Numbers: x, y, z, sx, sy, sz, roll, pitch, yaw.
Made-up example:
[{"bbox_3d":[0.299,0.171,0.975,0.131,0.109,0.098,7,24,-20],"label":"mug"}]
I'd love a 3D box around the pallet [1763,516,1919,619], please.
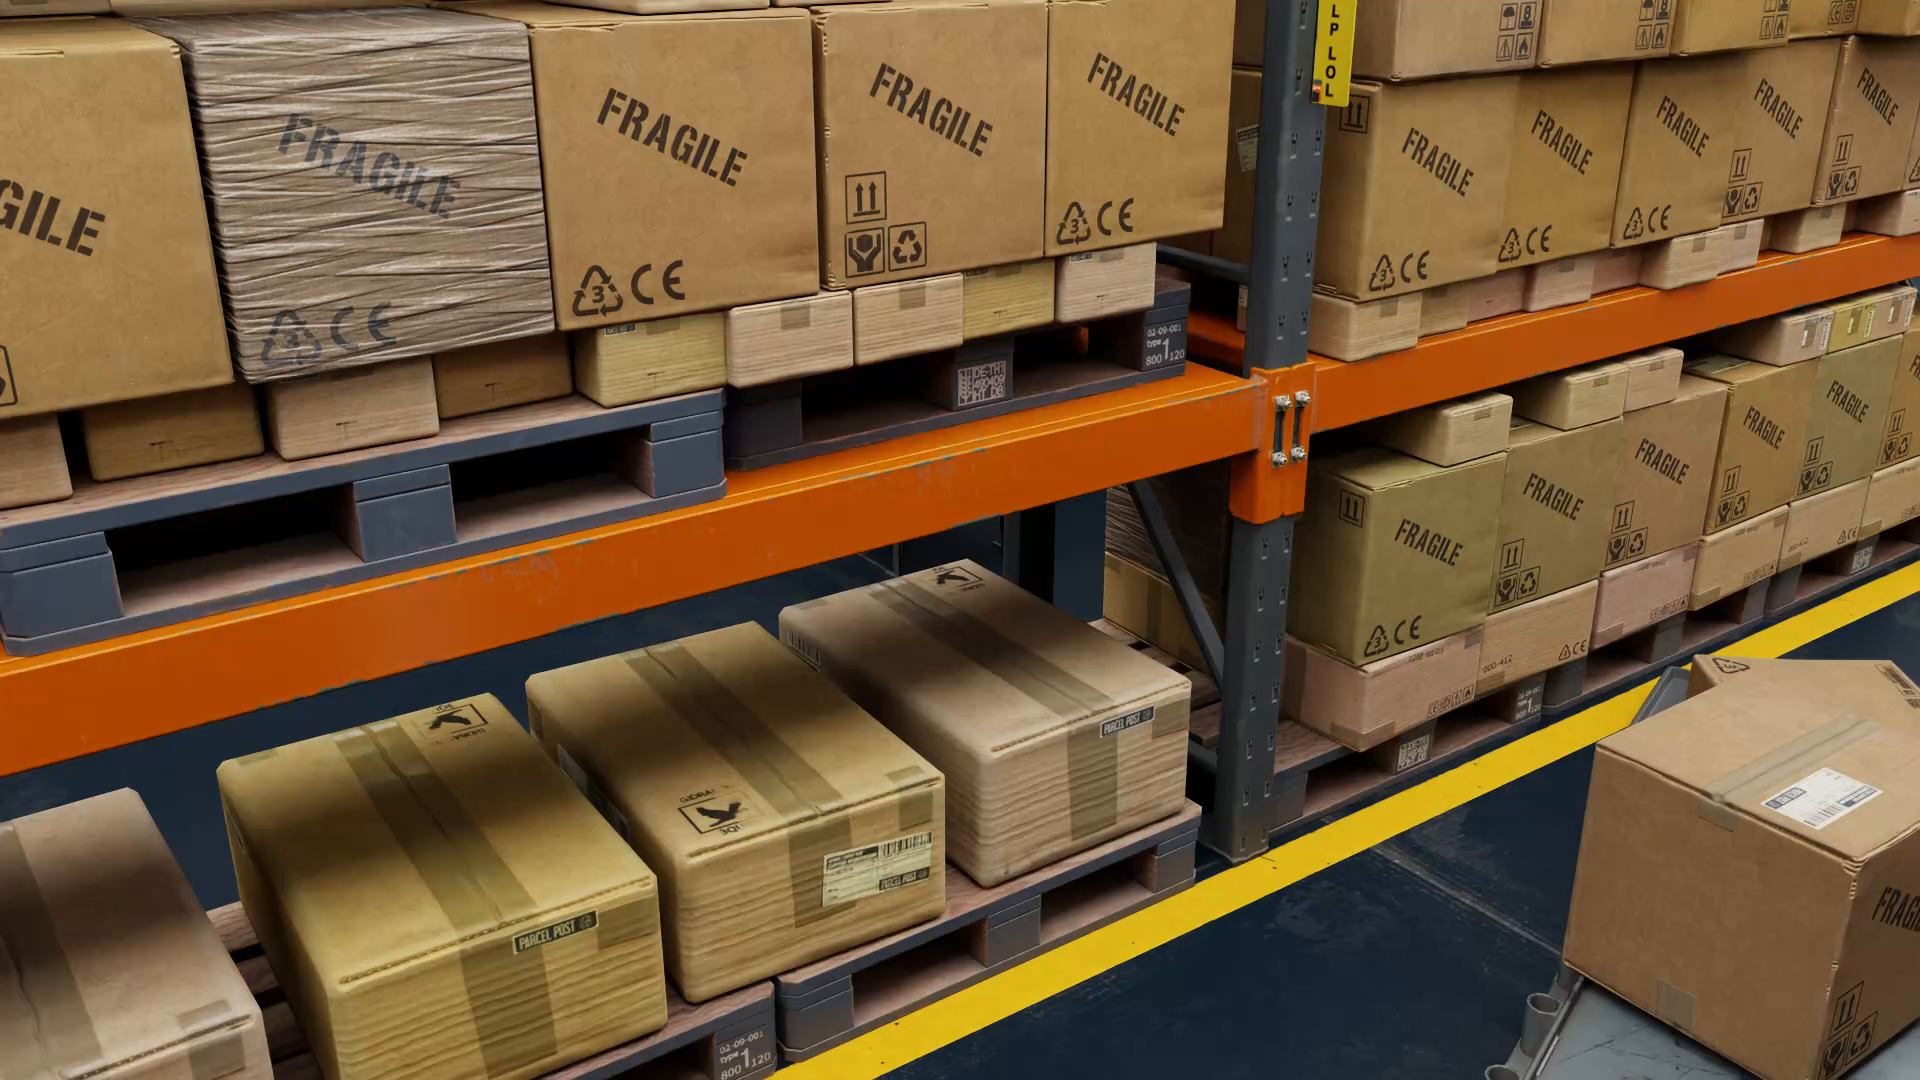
[{"bbox_3d":[2.970,-0.102,6.367,1.213,0.211,1.003,-15,26,-33],"label":"pallet"}]

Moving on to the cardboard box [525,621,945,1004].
[{"bbox_3d":[-0.541,0.583,3.866,0.625,0.372,0.950,-13,25,-30],"label":"cardboard box"}]

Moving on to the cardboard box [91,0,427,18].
[{"bbox_3d":[-1.309,-0.751,3.129,0.500,0.500,0.500,-16,27,-35],"label":"cardboard box"}]

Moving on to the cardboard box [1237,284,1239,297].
[{"bbox_3d":[0.746,-0.814,4.727,0.250,0.149,0.380,-14,26,-32],"label":"cardboard box"}]

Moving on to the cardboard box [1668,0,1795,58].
[{"bbox_3d":[1.800,-1.596,4.465,0.500,0.500,0.700,-16,27,-34],"label":"cardboard box"}]

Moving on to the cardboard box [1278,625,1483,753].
[{"bbox_3d":[1.102,0.323,4.684,0.500,0.250,0.500,-16,27,-35],"label":"cardboard box"}]

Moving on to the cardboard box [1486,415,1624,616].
[{"bbox_3d":[1.529,-0.145,4.844,0.500,0.500,0.500,-14,26,-31],"label":"cardboard box"}]

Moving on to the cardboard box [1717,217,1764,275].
[{"bbox_3d":[2.140,-0.905,4.956,0.250,0.149,0.380,-15,26,-33],"label":"cardboard box"}]

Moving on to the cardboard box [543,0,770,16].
[{"bbox_3d":[-0.538,-1.006,2.893,0.250,0.149,0.380,-16,27,-35],"label":"cardboard box"}]

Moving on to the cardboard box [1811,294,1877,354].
[{"bbox_3d":[2.749,-0.741,5.463,0.250,0.149,0.380,-14,26,-32],"label":"cardboard box"}]

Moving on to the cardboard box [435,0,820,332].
[{"bbox_3d":[-0.600,-0.706,3.015,0.500,0.500,0.500,-14,26,-31],"label":"cardboard box"}]

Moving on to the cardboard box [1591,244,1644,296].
[{"bbox_3d":[1.700,-0.815,4.731,0.250,0.149,0.380,-15,26,-33],"label":"cardboard box"}]

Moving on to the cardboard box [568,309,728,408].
[{"bbox_3d":[-0.628,-0.380,3.075,0.250,0.149,0.380,-15,26,-33],"label":"cardboard box"}]

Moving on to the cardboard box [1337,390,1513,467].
[{"bbox_3d":[1.238,-0.336,4.447,0.250,0.149,0.380,-14,26,-32],"label":"cardboard box"}]

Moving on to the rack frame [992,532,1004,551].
[{"bbox_3d":[0.064,-0.992,6.050,0.015,2.100,0.400,-15,26,-33],"label":"rack frame"}]

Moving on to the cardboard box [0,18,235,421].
[{"bbox_3d":[-1.435,-0.486,2.465,0.500,0.500,0.500,-14,26,-32],"label":"cardboard box"}]

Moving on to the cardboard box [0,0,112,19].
[{"bbox_3d":[-1.619,-0.967,2.794,0.250,0.149,0.380,-16,27,-35],"label":"cardboard box"}]

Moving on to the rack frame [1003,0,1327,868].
[{"bbox_3d":[0.465,-0.713,4.136,0.127,3.000,1.000,-15,26,-33],"label":"rack frame"}]

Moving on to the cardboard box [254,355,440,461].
[{"bbox_3d":[-1.069,-0.275,2.811,0.250,0.149,0.380,-14,26,-31],"label":"cardboard box"}]

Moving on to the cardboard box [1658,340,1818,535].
[{"bbox_3d":[2.379,-0.372,5.413,0.500,0.500,0.500,-16,27,-34],"label":"cardboard box"}]

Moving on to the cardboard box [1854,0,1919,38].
[{"bbox_3d":[2.656,-1.803,4.982,0.500,0.500,0.700,-15,26,-33],"label":"cardboard box"}]

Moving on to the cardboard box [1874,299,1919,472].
[{"bbox_3d":[3.214,-0.593,5.967,0.500,0.500,0.500,-15,26,-33],"label":"cardboard box"}]

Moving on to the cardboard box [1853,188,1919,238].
[{"bbox_3d":[2.981,-1.115,5.481,0.250,0.149,0.380,-14,26,-32],"label":"cardboard box"}]

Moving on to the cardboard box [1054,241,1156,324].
[{"bbox_3d":[0.209,-0.597,3.617,0.250,0.149,0.380,-14,26,-32],"label":"cardboard box"}]

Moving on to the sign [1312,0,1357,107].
[{"bbox_3d":[0.792,-1.085,3.505,0.005,0.325,0.100,-15,26,-33],"label":"sign"}]

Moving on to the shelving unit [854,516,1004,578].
[{"bbox_3d":[-0.134,-0.939,5.917,0.503,2.100,0.431,-15,26,-33],"label":"shelving unit"}]

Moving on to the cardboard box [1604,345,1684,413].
[{"bbox_3d":[1.871,-0.507,4.876,0.250,0.149,0.380,-13,25,-30],"label":"cardboard box"}]

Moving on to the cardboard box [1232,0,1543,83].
[{"bbox_3d":[0.949,-1.392,3.952,0.500,0.500,0.700,-15,26,-33],"label":"cardboard box"}]

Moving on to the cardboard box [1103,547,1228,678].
[{"bbox_3d":[0.788,0.160,5.091,0.500,0.250,0.500,-14,25,-30],"label":"cardboard box"}]

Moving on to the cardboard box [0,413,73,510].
[{"bbox_3d":[-1.526,-0.165,2.536,0.250,0.149,0.380,-13,25,-30],"label":"cardboard box"}]

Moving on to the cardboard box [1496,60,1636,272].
[{"bbox_3d":[1.379,-1.025,4.380,0.500,0.500,0.500,-15,26,-33],"label":"cardboard box"}]

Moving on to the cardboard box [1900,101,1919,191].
[{"bbox_3d":[3.023,-1.456,5.462,0.500,0.500,0.500,-15,26,-33],"label":"cardboard box"}]

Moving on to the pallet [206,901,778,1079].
[{"bbox_3d":[-1.157,1.017,3.564,1.213,0.211,1.003,-15,26,-33],"label":"pallet"}]

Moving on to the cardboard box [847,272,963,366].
[{"bbox_3d":[-0.204,-0.479,3.321,0.250,0.149,0.380,-15,26,-34],"label":"cardboard box"}]

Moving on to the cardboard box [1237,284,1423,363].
[{"bbox_3d":[0.908,-0.568,4.111,0.250,0.149,0.380,-15,26,-33],"label":"cardboard box"}]

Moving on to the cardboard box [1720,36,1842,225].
[{"bbox_3d":[2.193,-1.245,4.932,0.500,0.500,0.500,-15,26,-32],"label":"cardboard box"}]

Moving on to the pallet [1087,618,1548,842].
[{"bbox_3d":[0.990,0.426,5.044,1.213,0.211,1.003,-15,26,-33],"label":"pallet"}]

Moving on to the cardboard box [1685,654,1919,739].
[{"bbox_3d":[2.130,0.624,4.154,0.500,0.500,0.500,2,22,4],"label":"cardboard box"}]

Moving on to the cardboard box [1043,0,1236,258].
[{"bbox_3d":[0.224,-0.924,3.561,0.500,0.500,0.500,-15,26,-34],"label":"cardboard box"}]

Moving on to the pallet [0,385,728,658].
[{"bbox_3d":[-1.199,-0.199,3.106,1.213,0.211,1.003,-15,26,-33],"label":"pallet"}]

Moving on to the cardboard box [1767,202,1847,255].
[{"bbox_3d":[2.536,-1.019,5.241,0.250,0.149,0.380,-15,26,-33],"label":"cardboard box"}]

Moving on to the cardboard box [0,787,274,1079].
[{"bbox_3d":[-1.723,0.897,3.081,0.625,0.372,0.950,-16,27,-34],"label":"cardboard box"}]

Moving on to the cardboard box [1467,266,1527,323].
[{"bbox_3d":[1.281,-0.705,4.455,0.250,0.149,0.380,-15,26,-33],"label":"cardboard box"}]

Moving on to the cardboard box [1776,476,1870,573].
[{"bbox_3d":[2.788,-0.131,5.821,0.500,0.250,0.500,-15,26,-33],"label":"cardboard box"}]

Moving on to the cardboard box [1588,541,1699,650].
[{"bbox_3d":[1.958,0.088,5.272,0.500,0.250,0.500,-15,26,-34],"label":"cardboard box"}]

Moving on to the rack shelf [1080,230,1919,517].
[{"bbox_3d":[2.089,-0.812,5.354,4.000,0.370,1.077,-15,26,-33],"label":"rack shelf"}]
